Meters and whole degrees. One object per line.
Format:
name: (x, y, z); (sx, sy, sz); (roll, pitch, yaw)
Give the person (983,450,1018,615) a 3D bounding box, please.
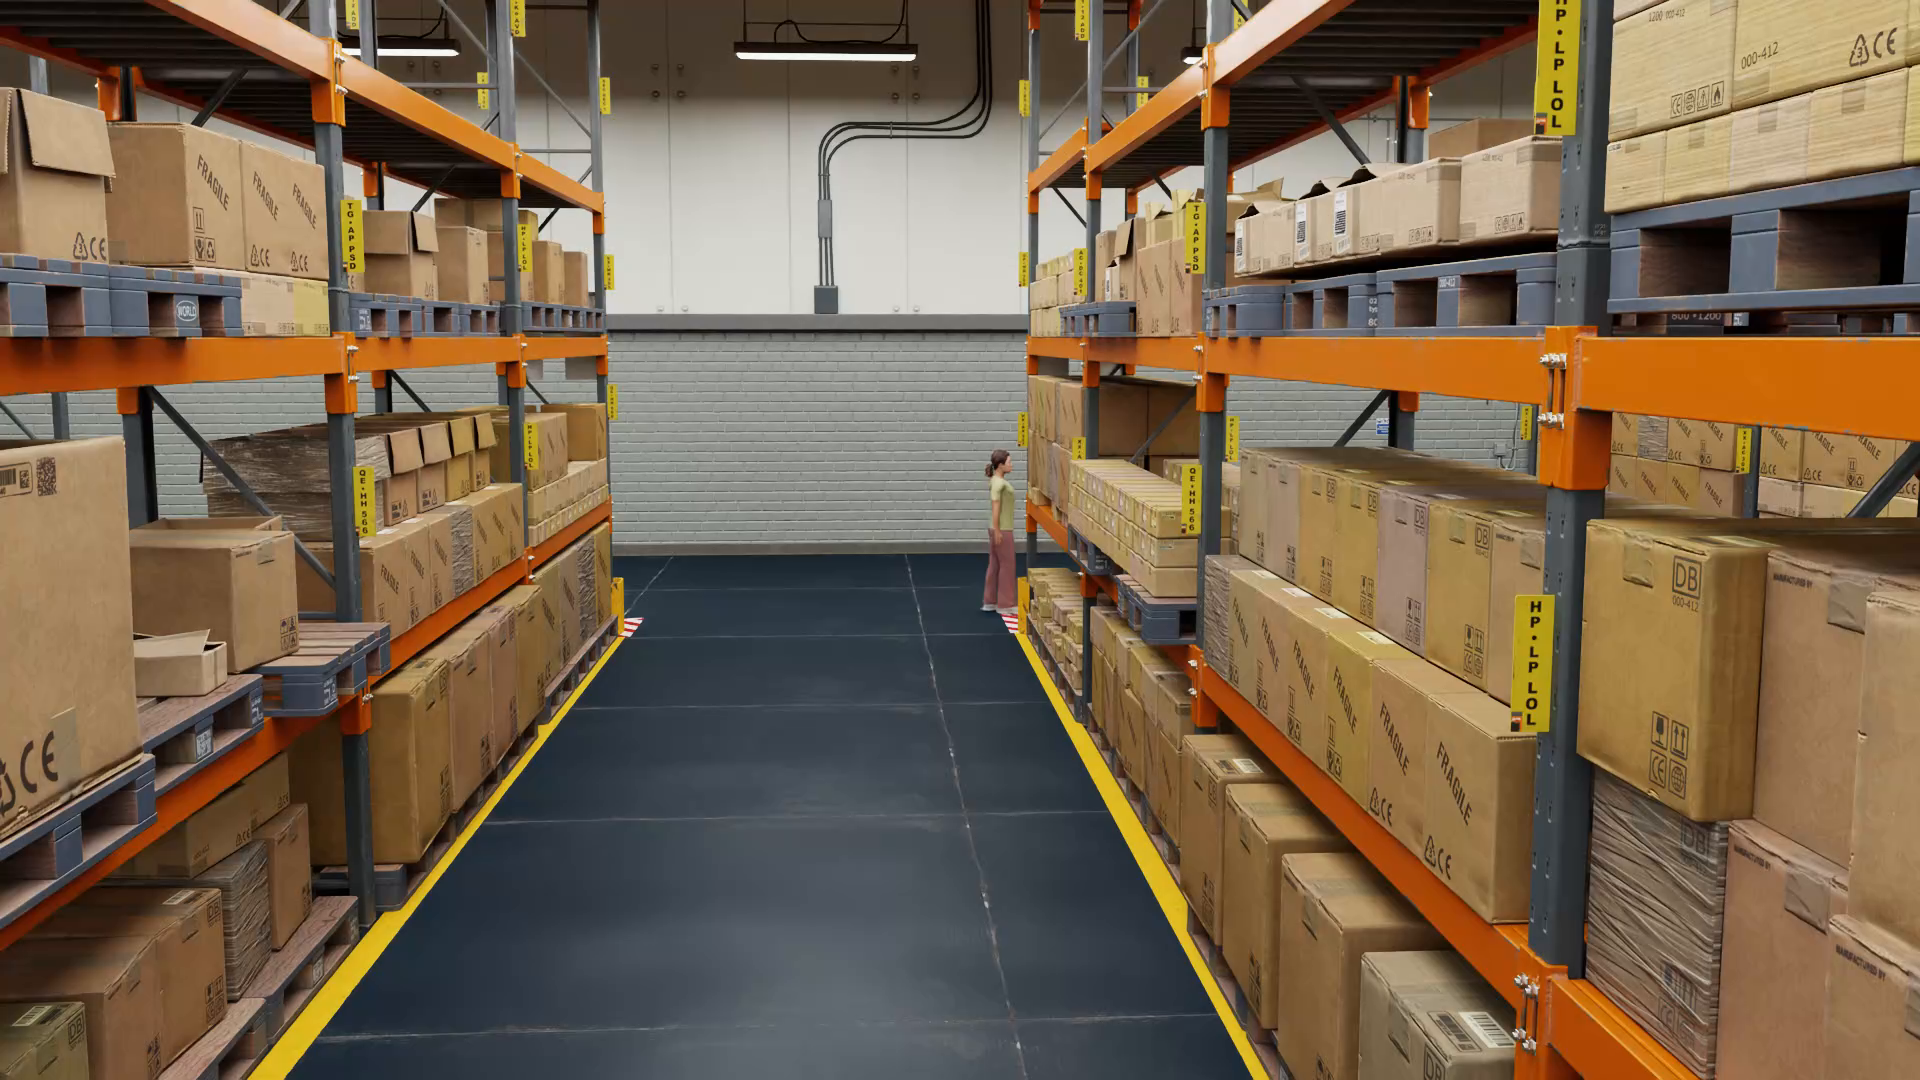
person: (0.457, -0.087, 16.976); (0.442, 1.672, 0.444); (0, 7, -2)
